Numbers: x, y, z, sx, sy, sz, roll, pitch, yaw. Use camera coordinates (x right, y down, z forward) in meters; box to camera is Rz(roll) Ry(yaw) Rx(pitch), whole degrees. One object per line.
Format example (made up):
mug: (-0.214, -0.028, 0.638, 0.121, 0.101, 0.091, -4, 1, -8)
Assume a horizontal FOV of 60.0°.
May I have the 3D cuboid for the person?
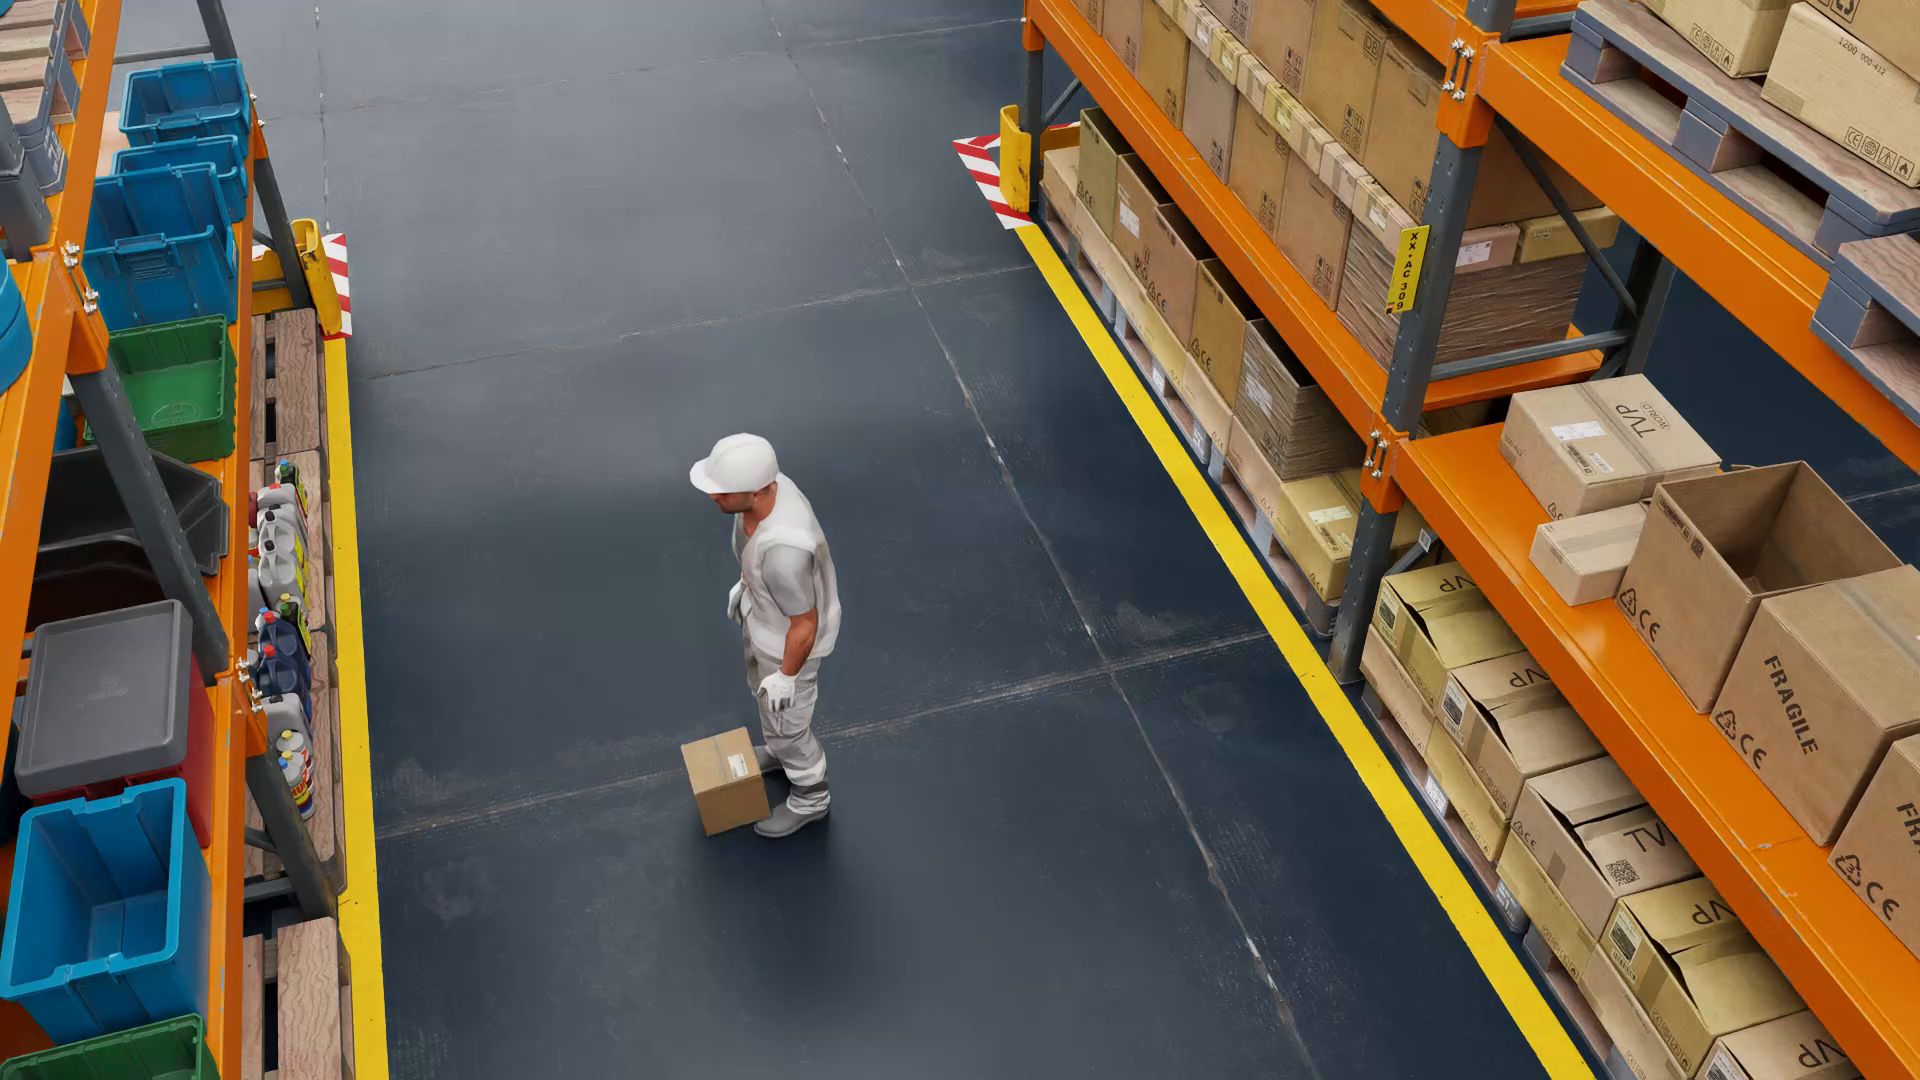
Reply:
person: (-0.645, 0.325, 5.785, 0.438, 1.781, 0.566, -13, 44, -14)
